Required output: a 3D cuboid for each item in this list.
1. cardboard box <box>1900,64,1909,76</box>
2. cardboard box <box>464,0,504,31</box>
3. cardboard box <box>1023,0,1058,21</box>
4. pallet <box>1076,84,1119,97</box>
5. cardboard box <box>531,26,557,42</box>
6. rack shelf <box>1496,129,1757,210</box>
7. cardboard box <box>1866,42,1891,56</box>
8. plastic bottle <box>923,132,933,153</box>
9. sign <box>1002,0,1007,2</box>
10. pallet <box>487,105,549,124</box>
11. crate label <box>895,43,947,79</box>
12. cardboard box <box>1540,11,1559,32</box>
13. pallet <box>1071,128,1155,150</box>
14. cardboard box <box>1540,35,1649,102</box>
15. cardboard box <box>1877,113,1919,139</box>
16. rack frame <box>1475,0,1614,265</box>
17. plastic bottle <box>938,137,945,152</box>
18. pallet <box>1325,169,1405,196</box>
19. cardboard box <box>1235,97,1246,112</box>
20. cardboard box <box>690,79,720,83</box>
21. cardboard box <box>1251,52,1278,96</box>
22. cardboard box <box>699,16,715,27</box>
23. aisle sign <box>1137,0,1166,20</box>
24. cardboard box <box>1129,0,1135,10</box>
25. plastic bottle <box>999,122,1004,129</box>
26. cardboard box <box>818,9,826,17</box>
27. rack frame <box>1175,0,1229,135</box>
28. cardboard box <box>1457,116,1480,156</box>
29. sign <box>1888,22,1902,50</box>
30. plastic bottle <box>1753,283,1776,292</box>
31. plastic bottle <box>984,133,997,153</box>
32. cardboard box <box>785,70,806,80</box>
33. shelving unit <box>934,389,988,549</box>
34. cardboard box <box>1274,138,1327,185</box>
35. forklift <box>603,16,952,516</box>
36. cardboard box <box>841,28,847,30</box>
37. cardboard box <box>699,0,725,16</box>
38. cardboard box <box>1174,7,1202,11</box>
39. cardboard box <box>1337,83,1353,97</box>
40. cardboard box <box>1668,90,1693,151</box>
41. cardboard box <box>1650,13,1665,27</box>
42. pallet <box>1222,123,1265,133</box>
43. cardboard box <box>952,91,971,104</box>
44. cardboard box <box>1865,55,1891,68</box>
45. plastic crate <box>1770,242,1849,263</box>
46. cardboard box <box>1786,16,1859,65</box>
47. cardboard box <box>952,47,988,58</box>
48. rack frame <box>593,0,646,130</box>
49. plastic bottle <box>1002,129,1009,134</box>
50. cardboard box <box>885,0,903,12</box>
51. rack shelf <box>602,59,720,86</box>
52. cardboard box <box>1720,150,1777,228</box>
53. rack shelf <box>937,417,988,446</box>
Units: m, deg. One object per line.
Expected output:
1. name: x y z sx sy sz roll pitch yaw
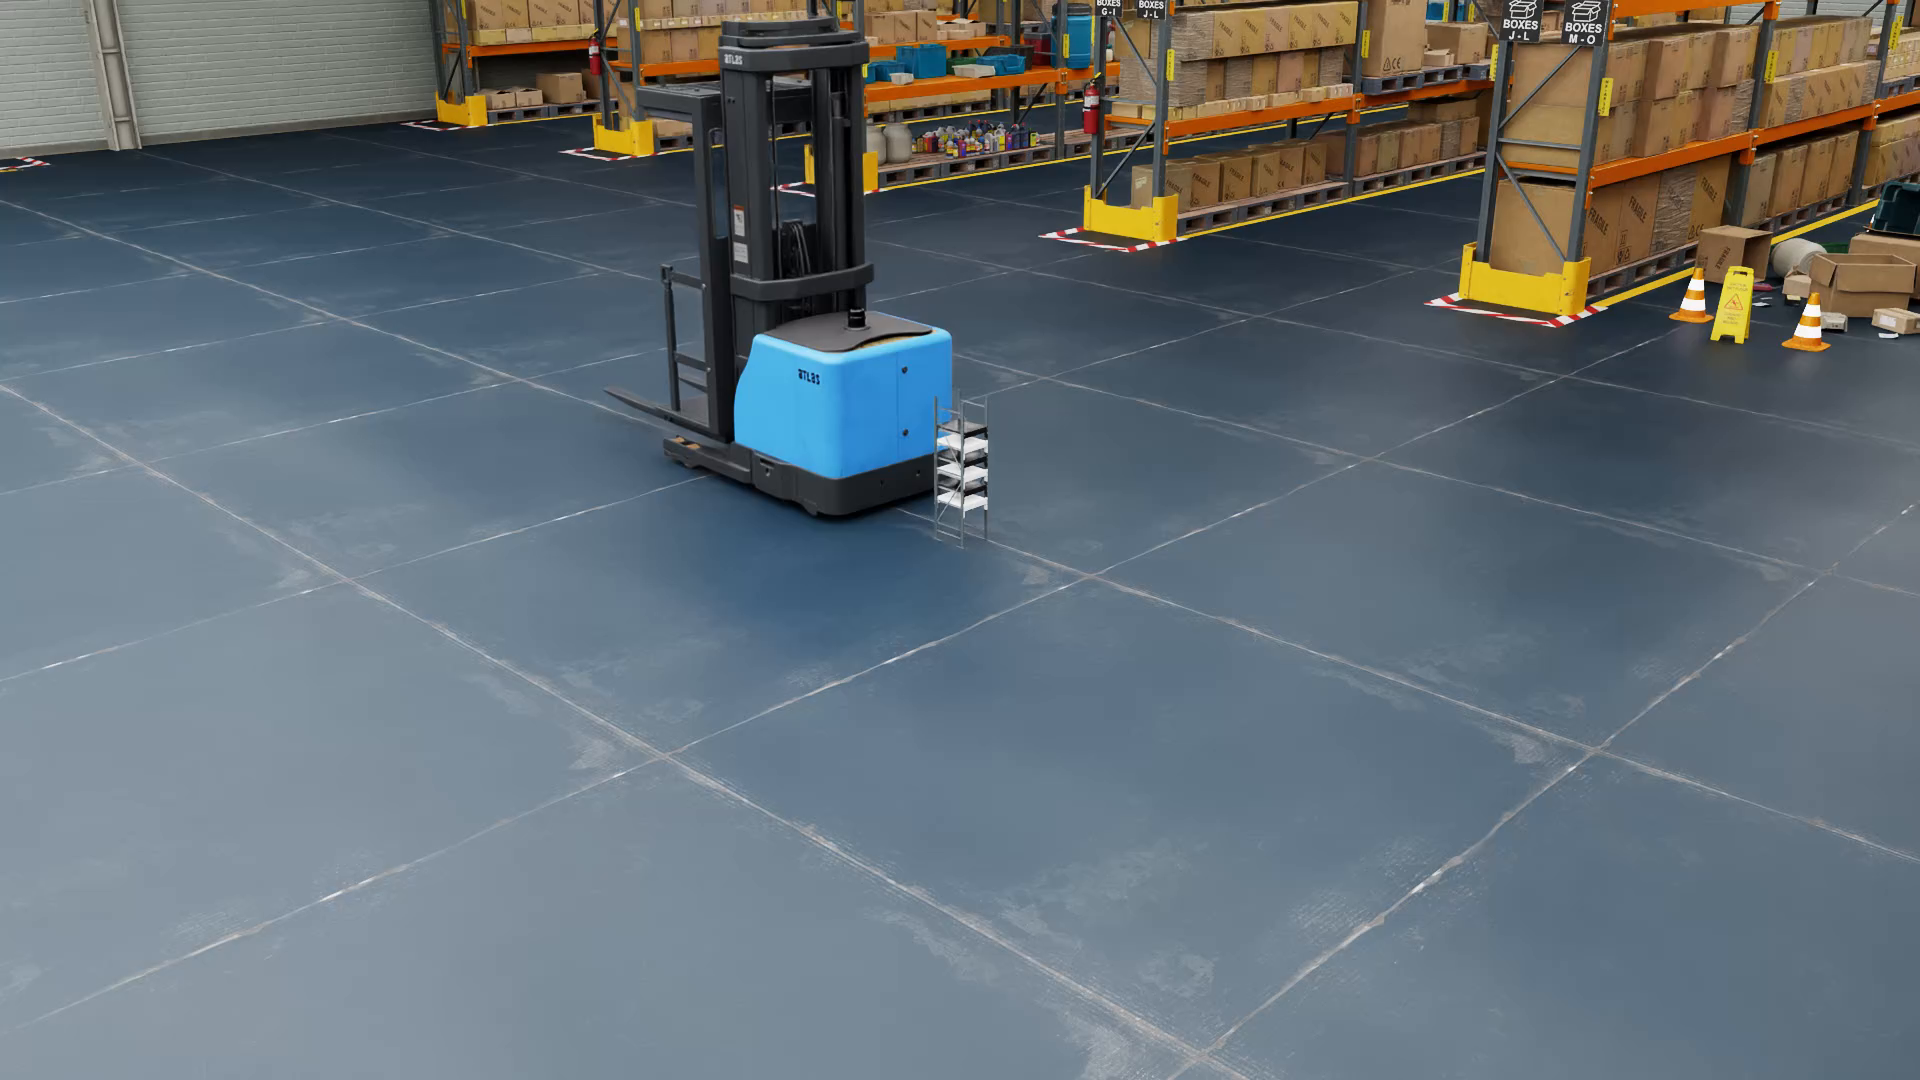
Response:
1. cardboard box: 12.000 -6.086 21.493 0.250 0.149 0.380 -19 28 -40
2. cardboard box: -8.181 -9.002 28.449 0.500 0.500 0.500 19 28 41
3. cardboard box: 1.536 -10.102 31.452 0.500 0.500 0.700 -14 25 -32
4. pallet: 2.653 -8.990 33.171 1.003 0.211 1.213 19 28 41
5. cardboard box: -7.450 -8.916 29.273 0.500 0.250 0.500 19 28 40
6. rack shelf: 6.796 -3.856 16.930 1.077 0.370 4.000 19 28 41
7. cardboard box: 11.445 -6.162 20.862 0.380 0.149 0.250 19 28 41
8. plastic bottle: -0.469 -5.759 24.060 0.152 0.276 0.135 20 28 41
9. sign: 0.803 -9.885 29.997 0.100 0.325 0.005 19 28 41
10. pallet: -8.085 -7.583 29.508 1.003 0.211 1.213 19 28 41
11. crate label: -0.541 -6.742 23.386 0.502 0.435 0.616 19 28 41
12. cardboard box: 8.476 -7.868 24.825 0.637 0.503 0.797 -19 28 -41
13. pallet: 2.530 -6.438 26.531 1.003 0.211 1.213 19 28 41
14. cardboard box: 6.005 -4.502 15.893 0.875 0.550 0.550 19 28 41
15. cardboard box: 12.344 -5.485 22.017 0.500 0.250 0.500 20 28 41
16. rack frame: 5.400 -3.678 15.463 1.000 3.000 0.127 19 28 41
17. plastic bottle: -0.270 -5.733 24.097 0.097 0.201 0.097 0 21 0
18. pallet: 5.250 -4.873 22.457 1.003 0.211 1.213 19 28 41
19. cardboard box: 3.154 -5.165 19.681 0.380 0.149 0.250 19 28 41
20. cardboard box: -3.957 -7.031 26.389 0.500 0.500 0.500 19 28 41
21. cardboard box: 3.320 -5.667 20.085 0.875 0.500 0.500 19 28 41
22. cardboard box: -4.031 -8.088 25.893 0.380 0.149 0.250 18 27 39
23. aisle sign: 2.089 -6.068 18.057 0.394 0.787 0.004 19 28 41
24. cardboard box: 3.744 -10.620 33.384 0.500 0.500 0.500 -19 28 -41
25. plastic bottle: 0.622 -6.173 25.144 0.097 0.271 0.097 0 21 0
26. cardboard box: -2.424 -8.680 27.433 0.380 0.149 0.250 19 28 41
27. rack frame: 3.949 -8.242 27.336 1.000 3.000 0.127 19 28 41
28. cardboard box: 7.045 -5.863 24.019 0.700 0.500 0.500 17 27 38
29. sign: 11.381 -6.137 20.246 0.100 0.325 0.005 19 28 41
30. plastic bottle: 7.954 -2.516 16.535 0.283 0.061 0.133 9 23 23
31. plastic bottle: 0.441 -5.737 24.002 0.135 0.276 0.152 -20 28 -41
32. cardboard box: -2.935 -7.676 28.066 0.500 0.500 0.500 19 28 41
33. shelving unit: 0.006 -0.422 9.919 0.258 0.900 0.210 19 28 41
34. cardboard box: 4.400 -4.910 21.567 0.500 0.500 0.500 18 28 39
35. forklift: -1.398 -1.965 11.101 1.130 2.935 3.031 -18 27 -39
36. cardboard box: -1.906 -8.663 28.620 0.396 0.266 0.258 18 28 39
37. cardboard box: -4.092 -8.475 25.995 0.700 0.500 0.500 19 28 41
38. cardboard box: 2.468 -5.931 19.377 0.500 0.500 0.500 19 28 41
39. cardboard box: 4.768 -5.728 21.145 0.380 0.149 0.250 19 28 41
40. cardboard box: 6.816 -4.261 16.770 0.875 0.550 0.500 19 28 41
41. cardboard box: 11.155 -8.633 27.103 0.500 0.500 0.500 19 28 41
42. pallet: 4.469 -7.153 28.391 1.003 0.211 1.213 19 28 41
43. cardboard box: -0.146 -8.065 30.124 0.500 0.250 0.500 19 28 40
44. cardboard box: 11.462 -6.026 20.922 0.250 0.149 0.380 -19 28 -40
45. plastic crate: 9.008 -3.048 17.663 0.662 0.188 0.450 -6 12 -15
46. cardboard box: 10.309 -6.005 19.983 0.700 0.500 0.500 19 28 40
47. cardboard box: 0.237 -10.945 37.269 0.700 0.500 0.500 20 29 41
48. rack frame: -5.178 -7.426 25.214 1.000 3.000 0.127 19 28 41
49. plastic bottle: 0.659 -5.891 24.403 0.152 0.276 0.135 19 28 41
50. cardboard box: -1.550 -11.372 34.899 0.500 0.500 0.500 -19 28 -41
51. rack shelf: -3.783 -7.604 26.680 1.077 0.370 4.000 19 28 41
52. cardboard box: 8.559 -4.034 18.940 1.050 0.750 0.750 19 28 40
53. rack shelf: 0.006 -0.643 9.834 0.258 0.077 0.200 19 28 41
